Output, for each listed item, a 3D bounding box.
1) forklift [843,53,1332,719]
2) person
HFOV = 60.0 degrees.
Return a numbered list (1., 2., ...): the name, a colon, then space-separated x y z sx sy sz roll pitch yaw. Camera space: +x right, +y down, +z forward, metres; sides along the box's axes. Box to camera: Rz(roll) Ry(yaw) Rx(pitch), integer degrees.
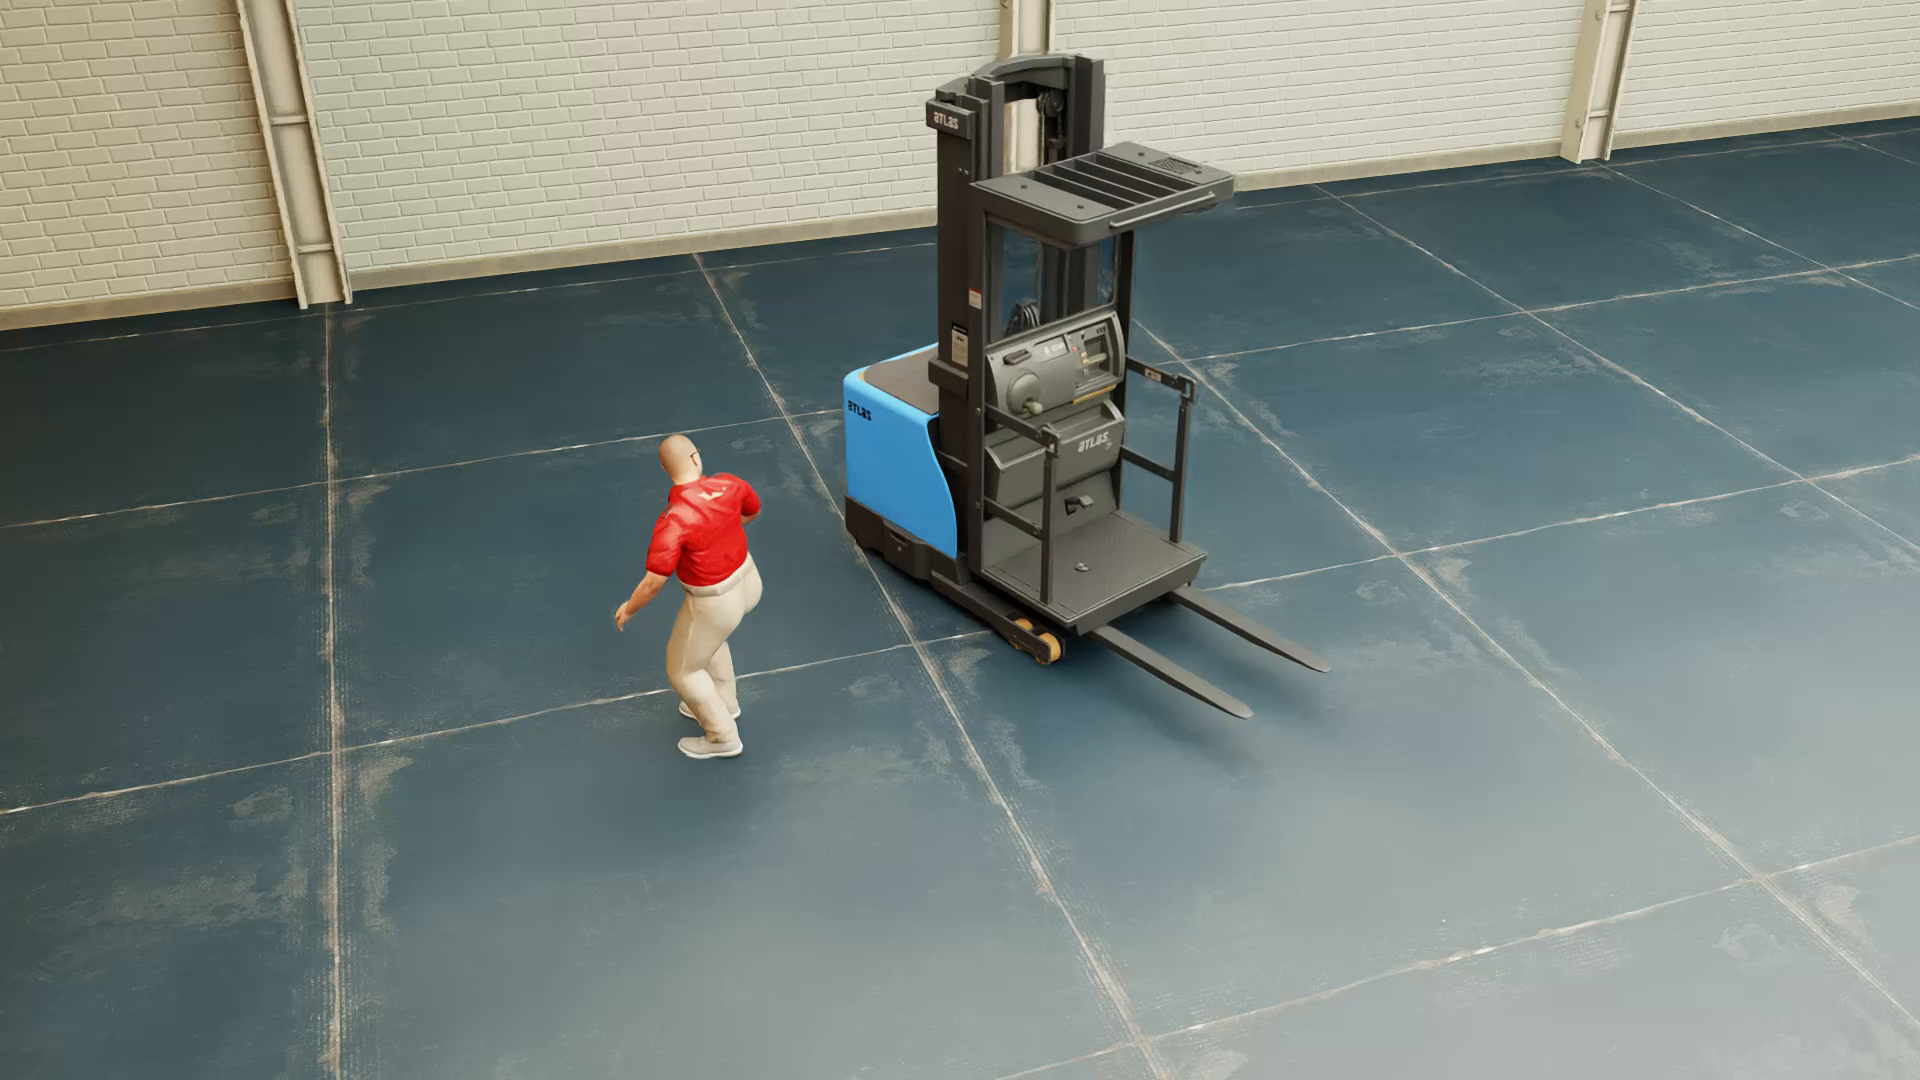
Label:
1. forklift: 0.654 -0.891 8.636 1.130 2.935 3.031 -23 37 -34
2. person: -1.257 0.263 7.913 0.518 1.681 0.763 14 33 23
